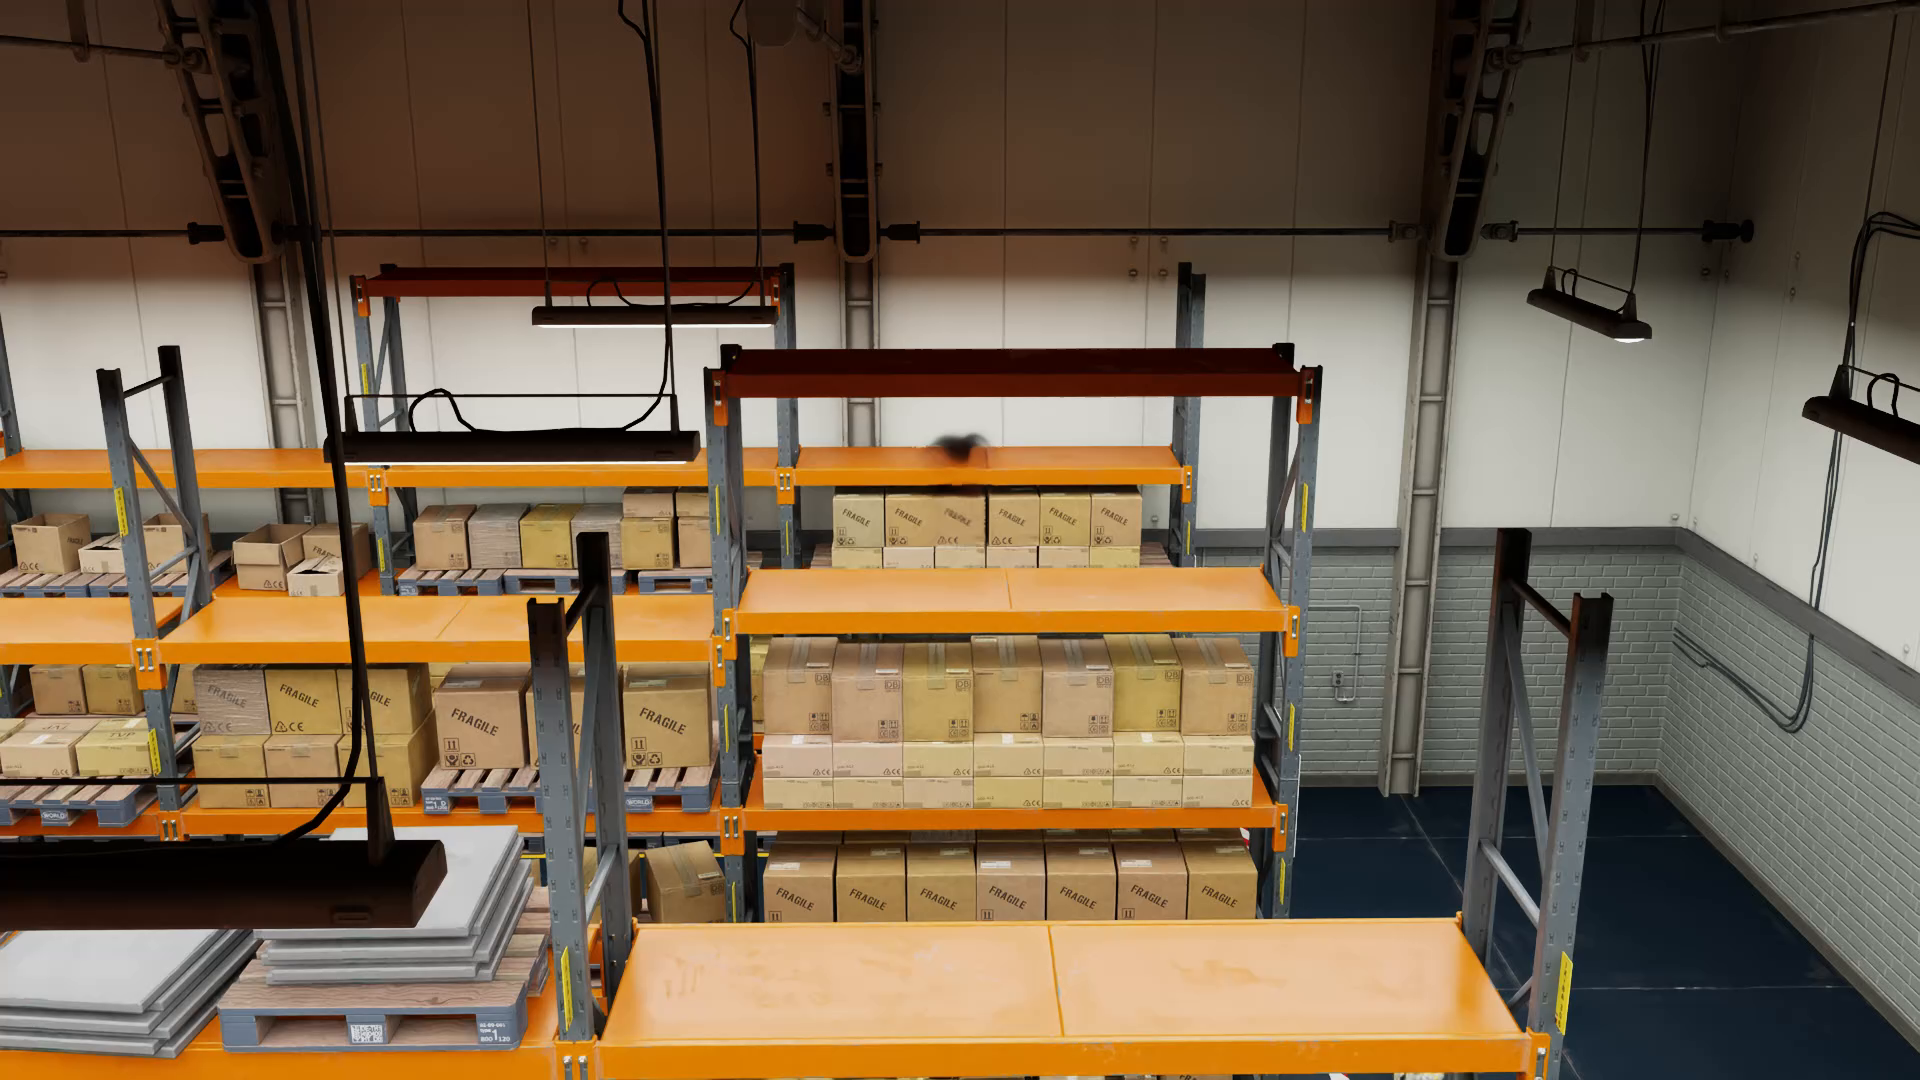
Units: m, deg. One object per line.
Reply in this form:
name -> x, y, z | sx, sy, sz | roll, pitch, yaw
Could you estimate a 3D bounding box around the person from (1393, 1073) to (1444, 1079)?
person -> 3.236, 4.033, 11.761 | 0.457, 1.673, 0.513 | -1, 16, -4
